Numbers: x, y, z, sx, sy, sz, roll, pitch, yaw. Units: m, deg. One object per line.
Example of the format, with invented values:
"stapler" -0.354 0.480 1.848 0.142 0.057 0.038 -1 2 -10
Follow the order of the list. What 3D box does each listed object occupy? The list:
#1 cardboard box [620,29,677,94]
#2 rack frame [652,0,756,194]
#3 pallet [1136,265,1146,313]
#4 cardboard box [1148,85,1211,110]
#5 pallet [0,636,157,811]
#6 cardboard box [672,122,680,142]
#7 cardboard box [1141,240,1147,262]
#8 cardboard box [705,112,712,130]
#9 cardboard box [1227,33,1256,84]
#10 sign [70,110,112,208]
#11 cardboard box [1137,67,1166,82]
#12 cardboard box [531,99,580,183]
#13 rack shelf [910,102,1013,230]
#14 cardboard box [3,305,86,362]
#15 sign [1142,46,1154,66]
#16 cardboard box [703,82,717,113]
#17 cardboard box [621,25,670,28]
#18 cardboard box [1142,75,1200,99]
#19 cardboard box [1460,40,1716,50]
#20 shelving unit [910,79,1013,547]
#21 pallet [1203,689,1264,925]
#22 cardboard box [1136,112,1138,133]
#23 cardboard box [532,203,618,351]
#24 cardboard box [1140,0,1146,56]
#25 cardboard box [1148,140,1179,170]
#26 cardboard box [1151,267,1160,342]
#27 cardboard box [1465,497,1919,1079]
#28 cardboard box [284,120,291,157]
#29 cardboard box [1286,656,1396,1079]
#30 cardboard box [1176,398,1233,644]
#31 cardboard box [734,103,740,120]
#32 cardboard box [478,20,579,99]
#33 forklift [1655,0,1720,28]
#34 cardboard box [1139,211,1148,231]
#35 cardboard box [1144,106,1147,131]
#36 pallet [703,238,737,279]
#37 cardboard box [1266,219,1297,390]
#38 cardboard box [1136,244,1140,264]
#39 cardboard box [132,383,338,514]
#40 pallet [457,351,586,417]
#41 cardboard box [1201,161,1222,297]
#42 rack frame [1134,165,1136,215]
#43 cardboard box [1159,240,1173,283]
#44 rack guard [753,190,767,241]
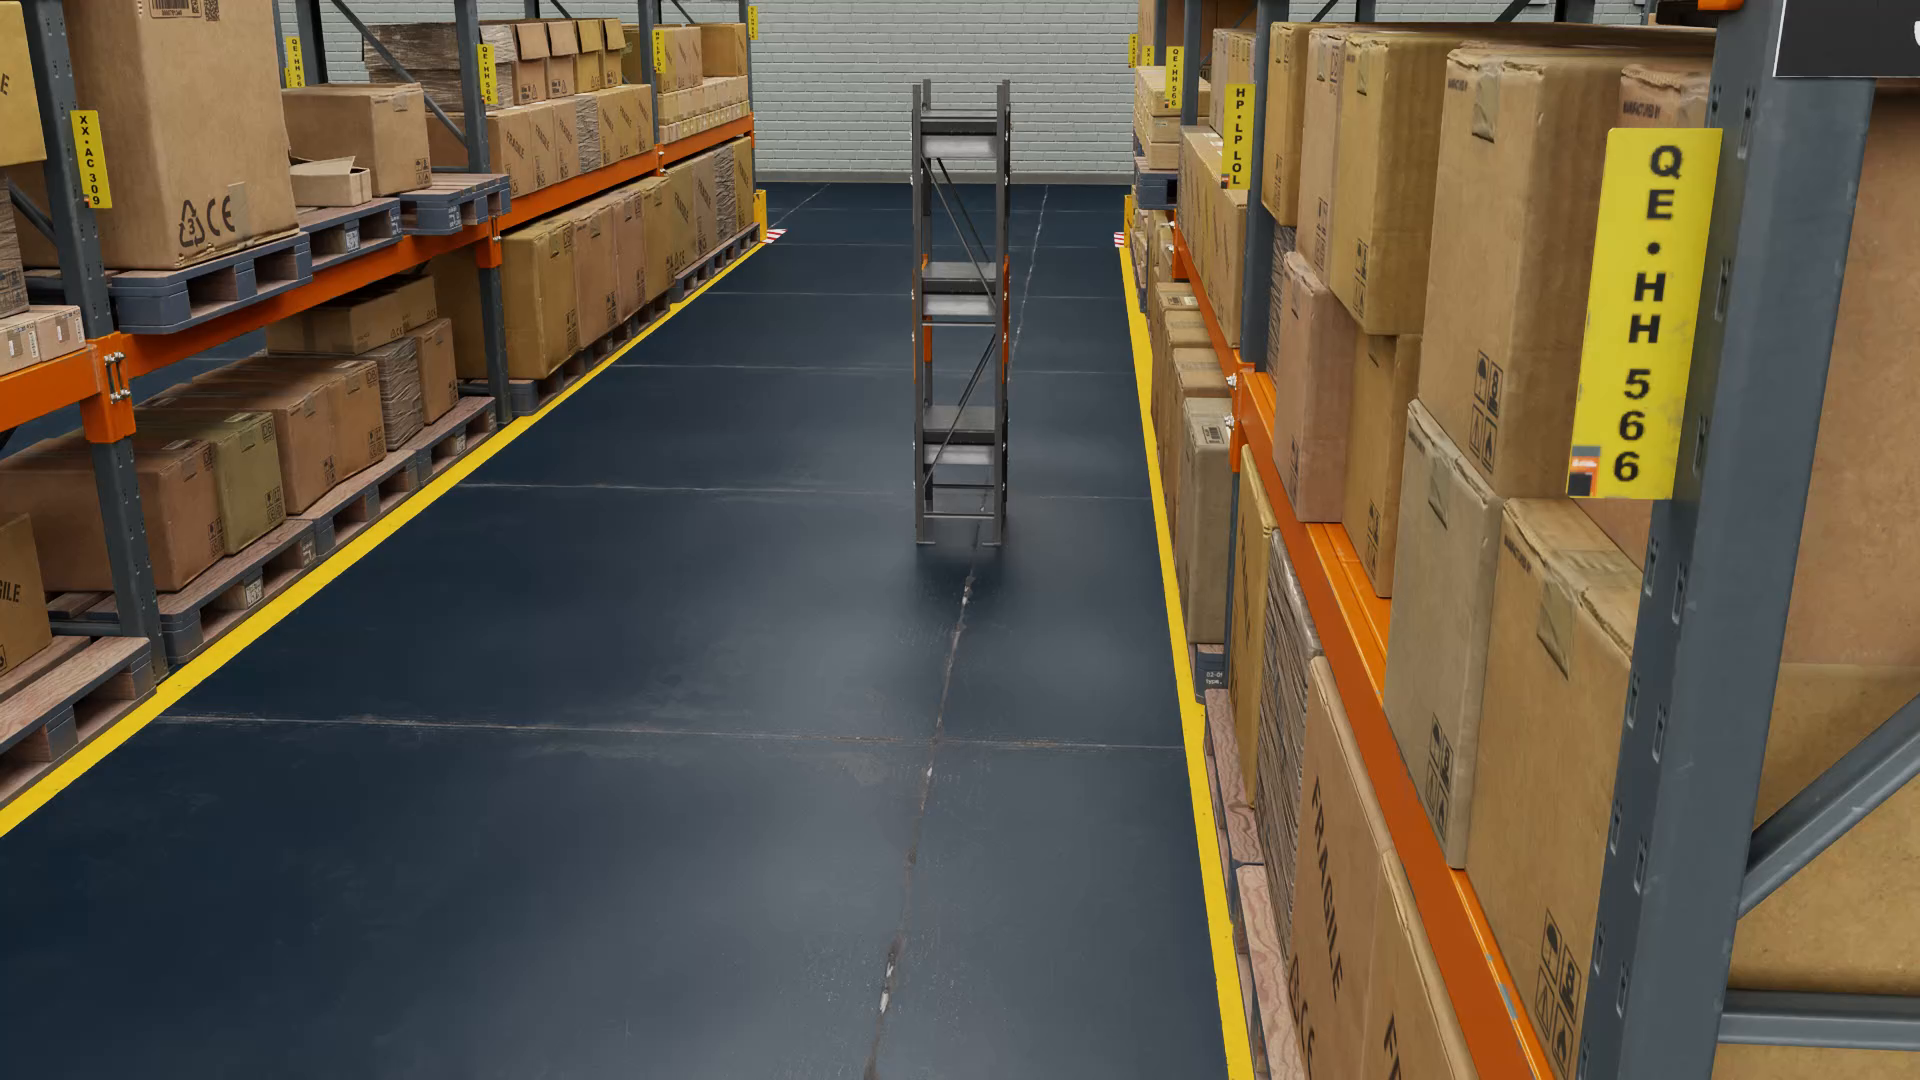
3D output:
"cardboard box" -2.651 -3.952 13.726 0.500 0.500 0.500 1 18 4
"rack frame" -2.653 -4.625 17.220 1.000 3.000 0.127 1 18 4
"pallet" 2.013 -2.125 14.068 1.003 0.211 1.213 1 18 4
"cardboard box" 1.311 -2.601 9.819 0.380 0.149 0.250 1 18 3
"pallet" -3.527 0.637 5.641 1.003 0.211 1.213 1 18 4
"cardboard box" -2.568 -3.429 13.975 0.380 0.149 0.250 1 18 2
"cardboard box" 1.712 -2.416 13.905 0.380 0.149 0.250 0 18 1
"cardboard box" -2.477 -3.832 15.203 0.380 0.149 0.250 1 18 2
"cardboard box" 1.601 -2.065 7.642 0.700 0.500 0.500 1 18 3
"sign" -2.972 -1.300 5.682 0.100 0.325 0.005 1 18 4
"cardboard box" 1.499 -3.405 12.270 0.380 0.149 0.250 2 18 5
"cardboard box" -2.853 -2.652 11.039 0.500 0.500 0.500 1 18 3
"rack shelf" 0.012 -1.701 7.539 0.431 0.518 0.480 1 18 4
"cardboard box" -3.236 -0.705 5.662 0.380 0.149 0.250 1 18 4
"sign" 1.458 -3.662 12.890 0.100 0.325 0.005 1 18 4
"cardboard box" -2.530 -4.061 15.263 0.500 0.250 0.500 1 18 4
"cardboard box" -3.024 -4.592 15.679 0.500 0.500 0.500 1 18 2
"cardboard box" 1.405 -3.006 11.053 0.380 0.149 0.250 2 18 6
"cardboard box" 1.328 -0.556 2.828 0.875 0.550 0.550 1 18 4
"shelving unit" 0.012 -1.049 7.753 0.431 2.100 0.503 1 18 4
"pallet" 1.294 0.804 5.131 1.003 0.211 1.213 1 18 4
"cardboard box" 1.477 -3.045 12.127 0.380 0.149 0.250 1 18 4
"cardboard box" -3.085 -1.821 11.400 1.225 0.875 0.875 1 18 4
"cardboard box" 1.867 -4.537 14.708 0.500 0.500 0.500 1 18 2
"cardboard box" 1.290 -2.242 9.677 0.380 0.149 0.250 2 18 5
"cardboard box" 1.562 -1.546 11.163 0.500 0.500 0.500 0 18 1
"cardboard box" 1.121 0.299 1.953 0.875 0.550 0.550 1 18 4
"cardboard box" -3.482 -1.687 7.414 0.797 0.503 0.637 3 18 10
"cardboard box" 1.183 0.811 3.368 0.875 0.875 0.875 1 18 3
"cardboard box" 1.381 -0.081 6.292 1.050 0.750 0.750 1 18 4
"cardboard box" -2.387 -4.228 16.414 0.380 0.149 0.250 1 18 4
"cardboard box" -3.067 -3.302 11.411 0.797 0.503 0.637 2 18 6
"forklift" 3.995 -1.597 8.090 1.130 2.935 3.031 -1 18 -3
"cardboard box" 1.779 -2.807 14.621 0.380 0.149 0.250 0 18 1
"cardboard box" 1.346 -2.626 10.370 0.380 0.149 0.250 1 18 4
"pallet" -2.723 -2.672 15.738 1.003 0.211 1.213 1 18 4
"cardboard box" 1.412 -0.712 5.039 0.875 0.550 0.550 1 18 4
"cardboard box" 1.762 -2.536 14.750 0.380 0.149 0.250 1 18 4
"cardboard box" -3.355 -0.431 7.729 0.700 0.500 0.500 0 18 -1
"pallet" -3.095 -1.058 10.814 1.003 0.211 1.213 1 18 4
"cardboard box" 1.269 -1.285 6.868 0.500 0.500 0.500 1 18 4
"rack frame" 2.287 -4.483 16.787 1.000 3.000 0.127 1 18 4
"cardboard box" 1.526 -1.742 10.556 0.500 0.250 0.500 2 18 5
"rack guard" -2.652 -3.445 17.632 1.175 0.500 0.348 1 18 4
